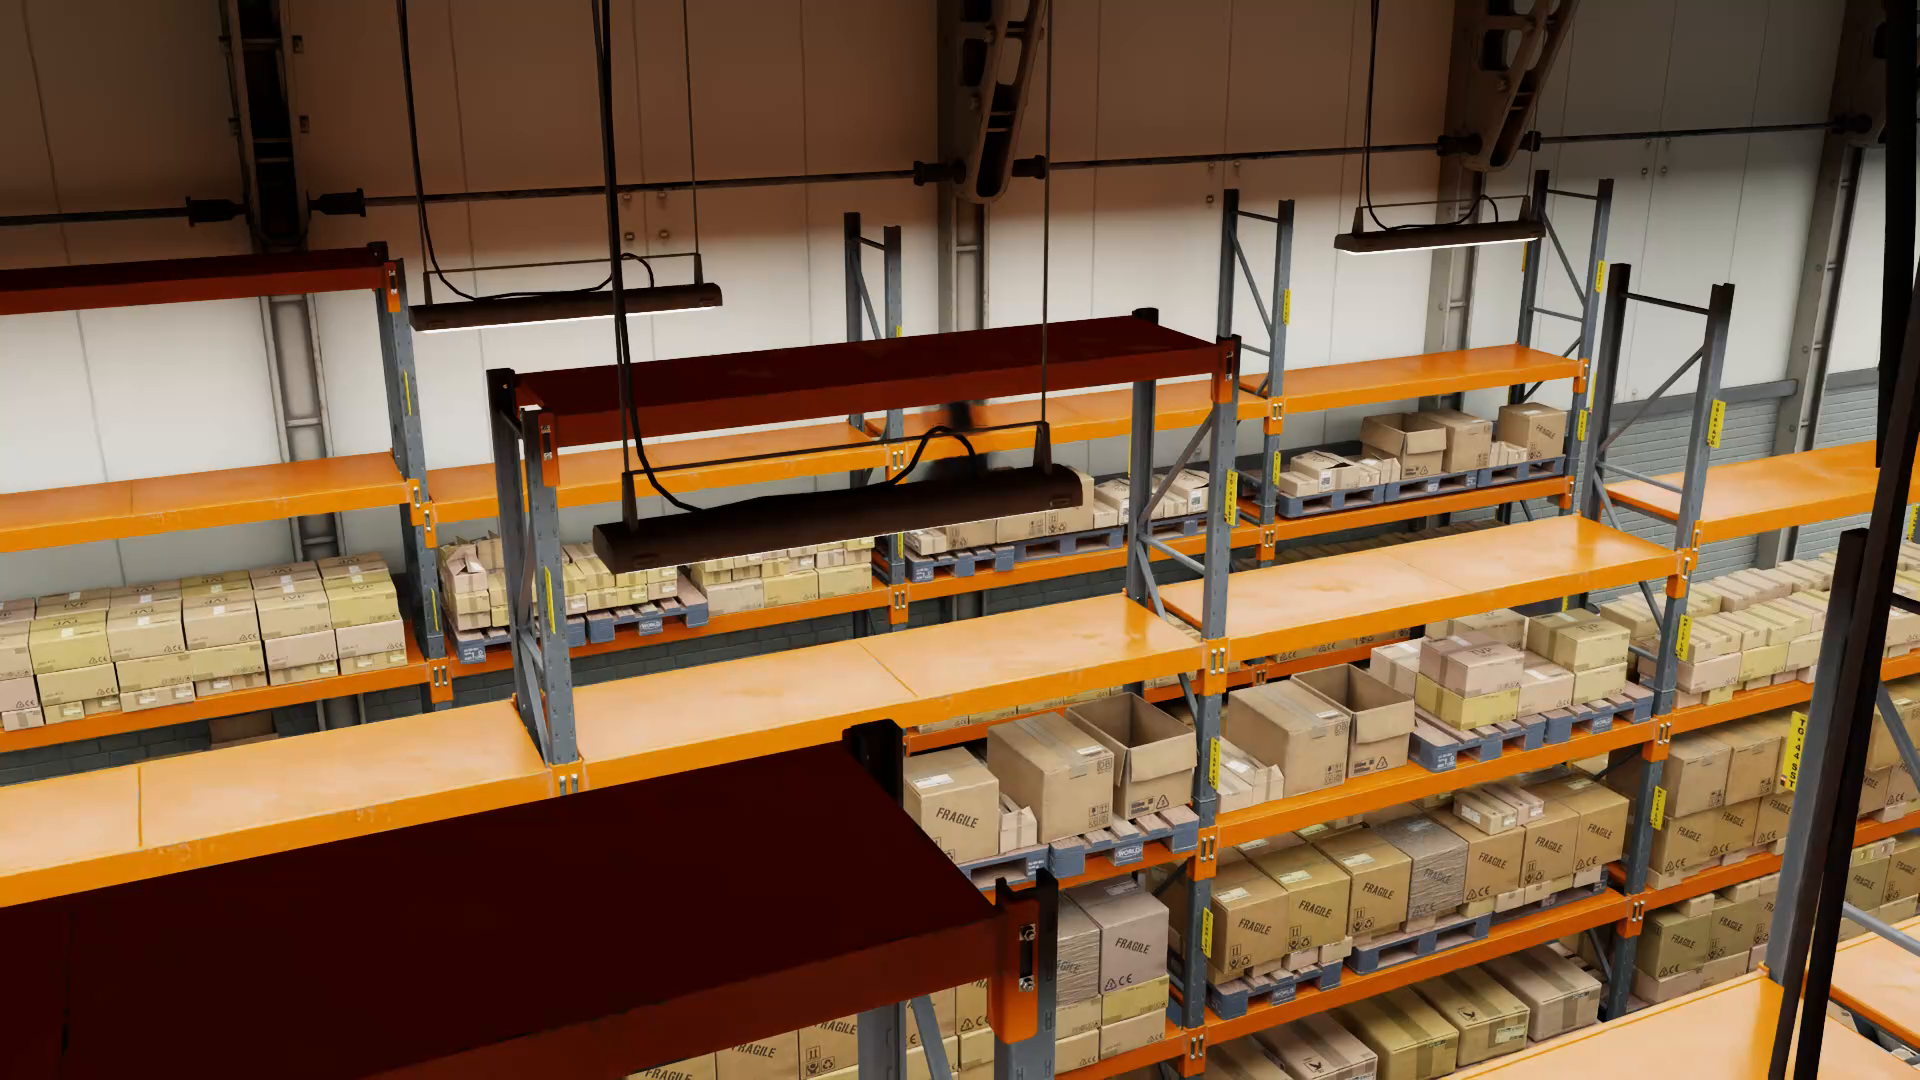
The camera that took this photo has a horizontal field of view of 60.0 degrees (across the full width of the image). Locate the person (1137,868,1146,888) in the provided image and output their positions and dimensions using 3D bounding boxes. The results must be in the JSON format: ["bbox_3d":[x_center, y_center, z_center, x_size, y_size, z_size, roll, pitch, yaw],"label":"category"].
[{"bbox_3d":[1.690,2.773,14.077,0.597,1.673,0.568,-8,20,-22],"label":"person"}]
